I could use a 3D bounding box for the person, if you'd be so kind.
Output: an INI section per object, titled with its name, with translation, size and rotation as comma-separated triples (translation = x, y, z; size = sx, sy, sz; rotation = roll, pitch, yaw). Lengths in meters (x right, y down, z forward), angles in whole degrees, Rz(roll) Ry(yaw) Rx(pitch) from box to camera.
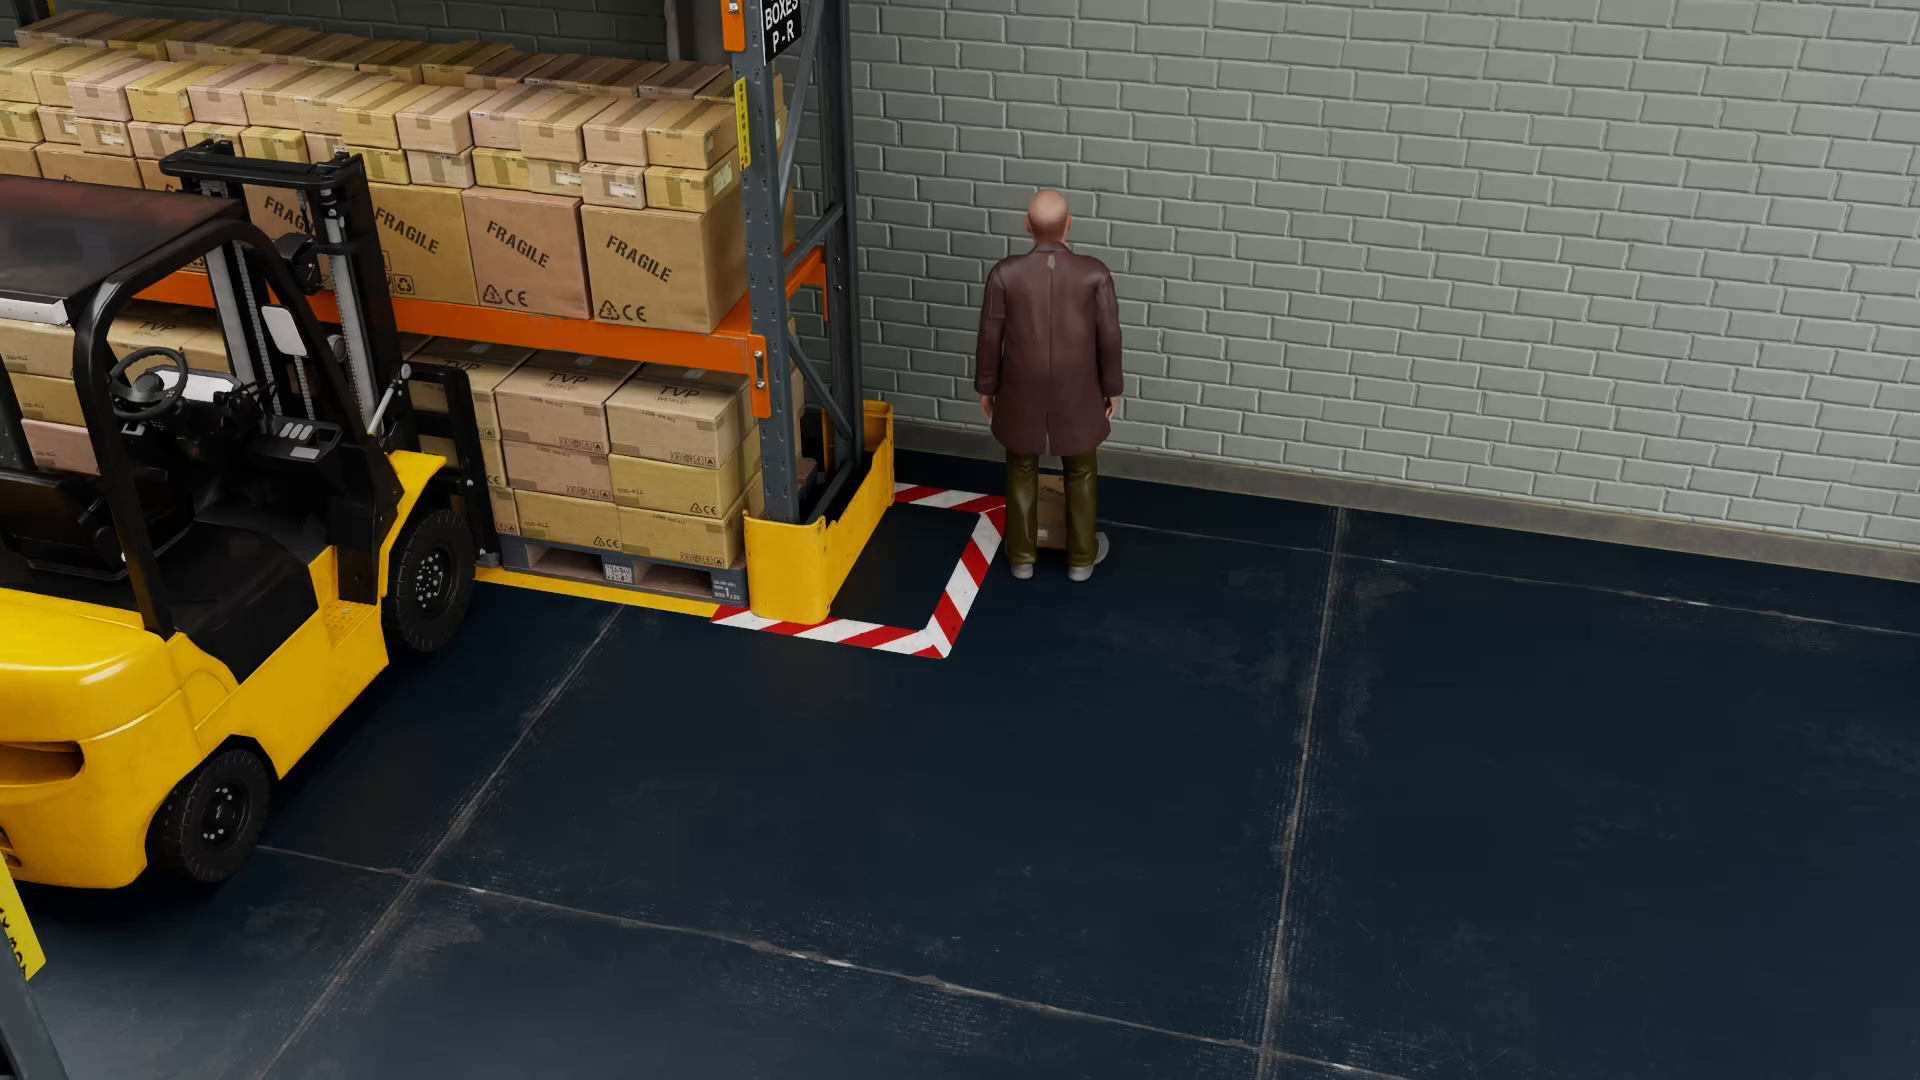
[person]
translation = 0.381, -0.643, 7.166
size = 0.645, 1.772, 0.429
rotation = 2, 32, 4
